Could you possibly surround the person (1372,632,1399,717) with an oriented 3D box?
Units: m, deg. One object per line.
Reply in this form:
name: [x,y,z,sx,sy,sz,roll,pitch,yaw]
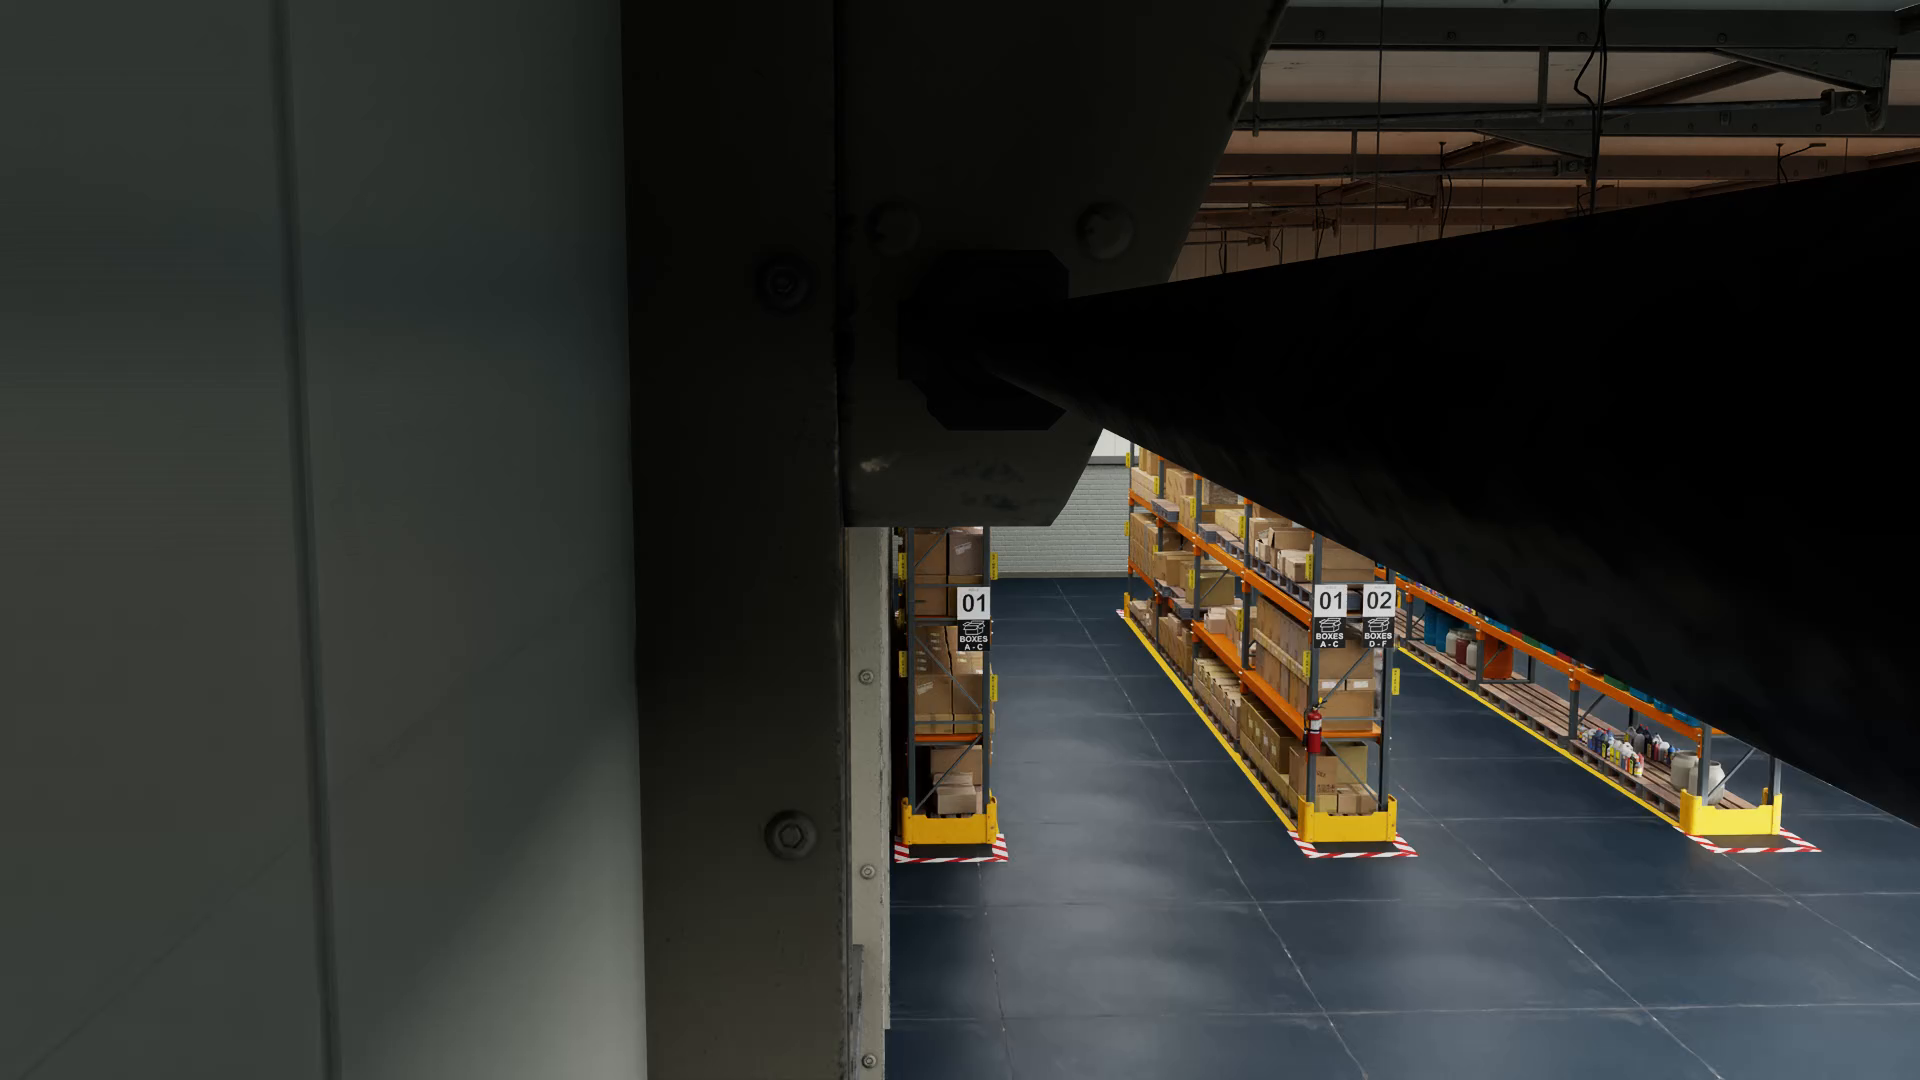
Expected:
person: [6.840,2.062,26.859,0.647,1.716,0.693,-1,7,-9]
